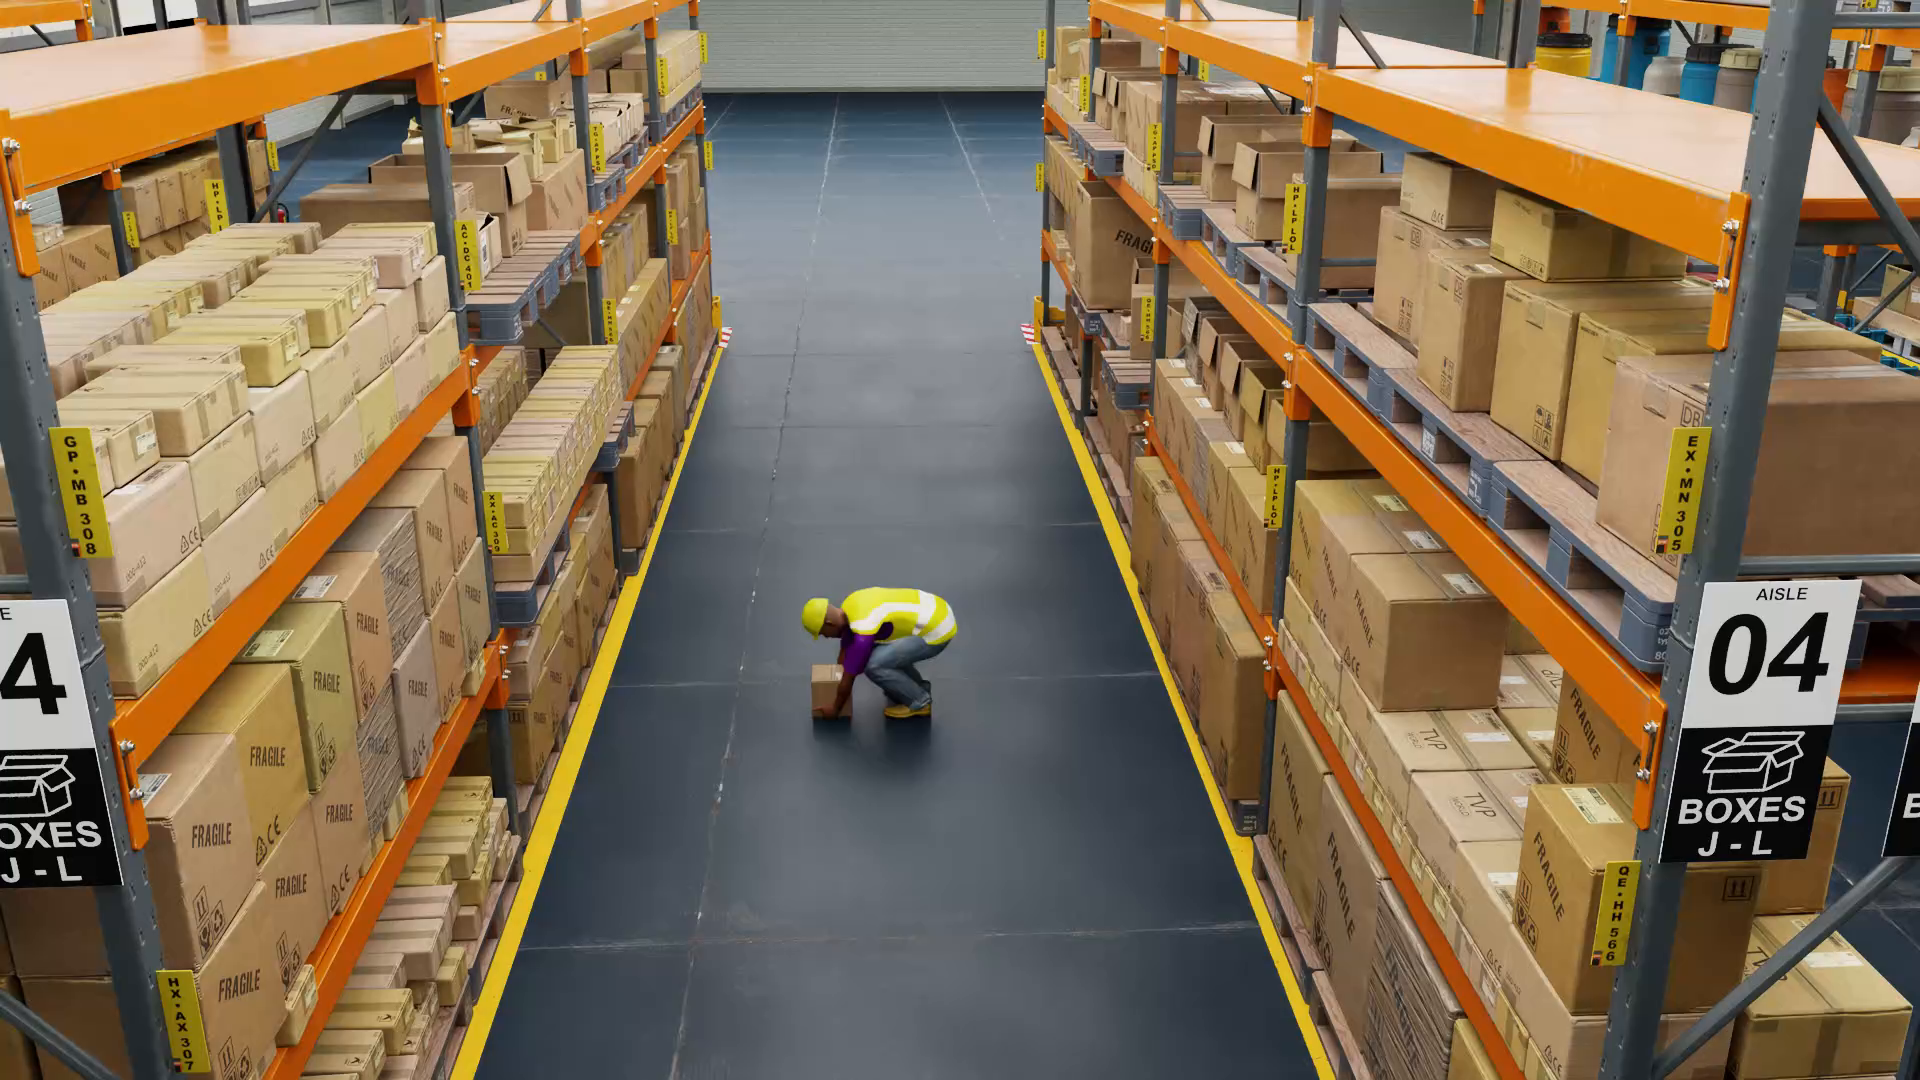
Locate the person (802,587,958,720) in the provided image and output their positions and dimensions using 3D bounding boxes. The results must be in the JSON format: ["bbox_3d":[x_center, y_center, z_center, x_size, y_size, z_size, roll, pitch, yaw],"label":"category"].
[{"bbox_3d":[-0.506,0.713,10.531,0.974,0.821,0.522,-2,20,-4],"label":"person"}]
